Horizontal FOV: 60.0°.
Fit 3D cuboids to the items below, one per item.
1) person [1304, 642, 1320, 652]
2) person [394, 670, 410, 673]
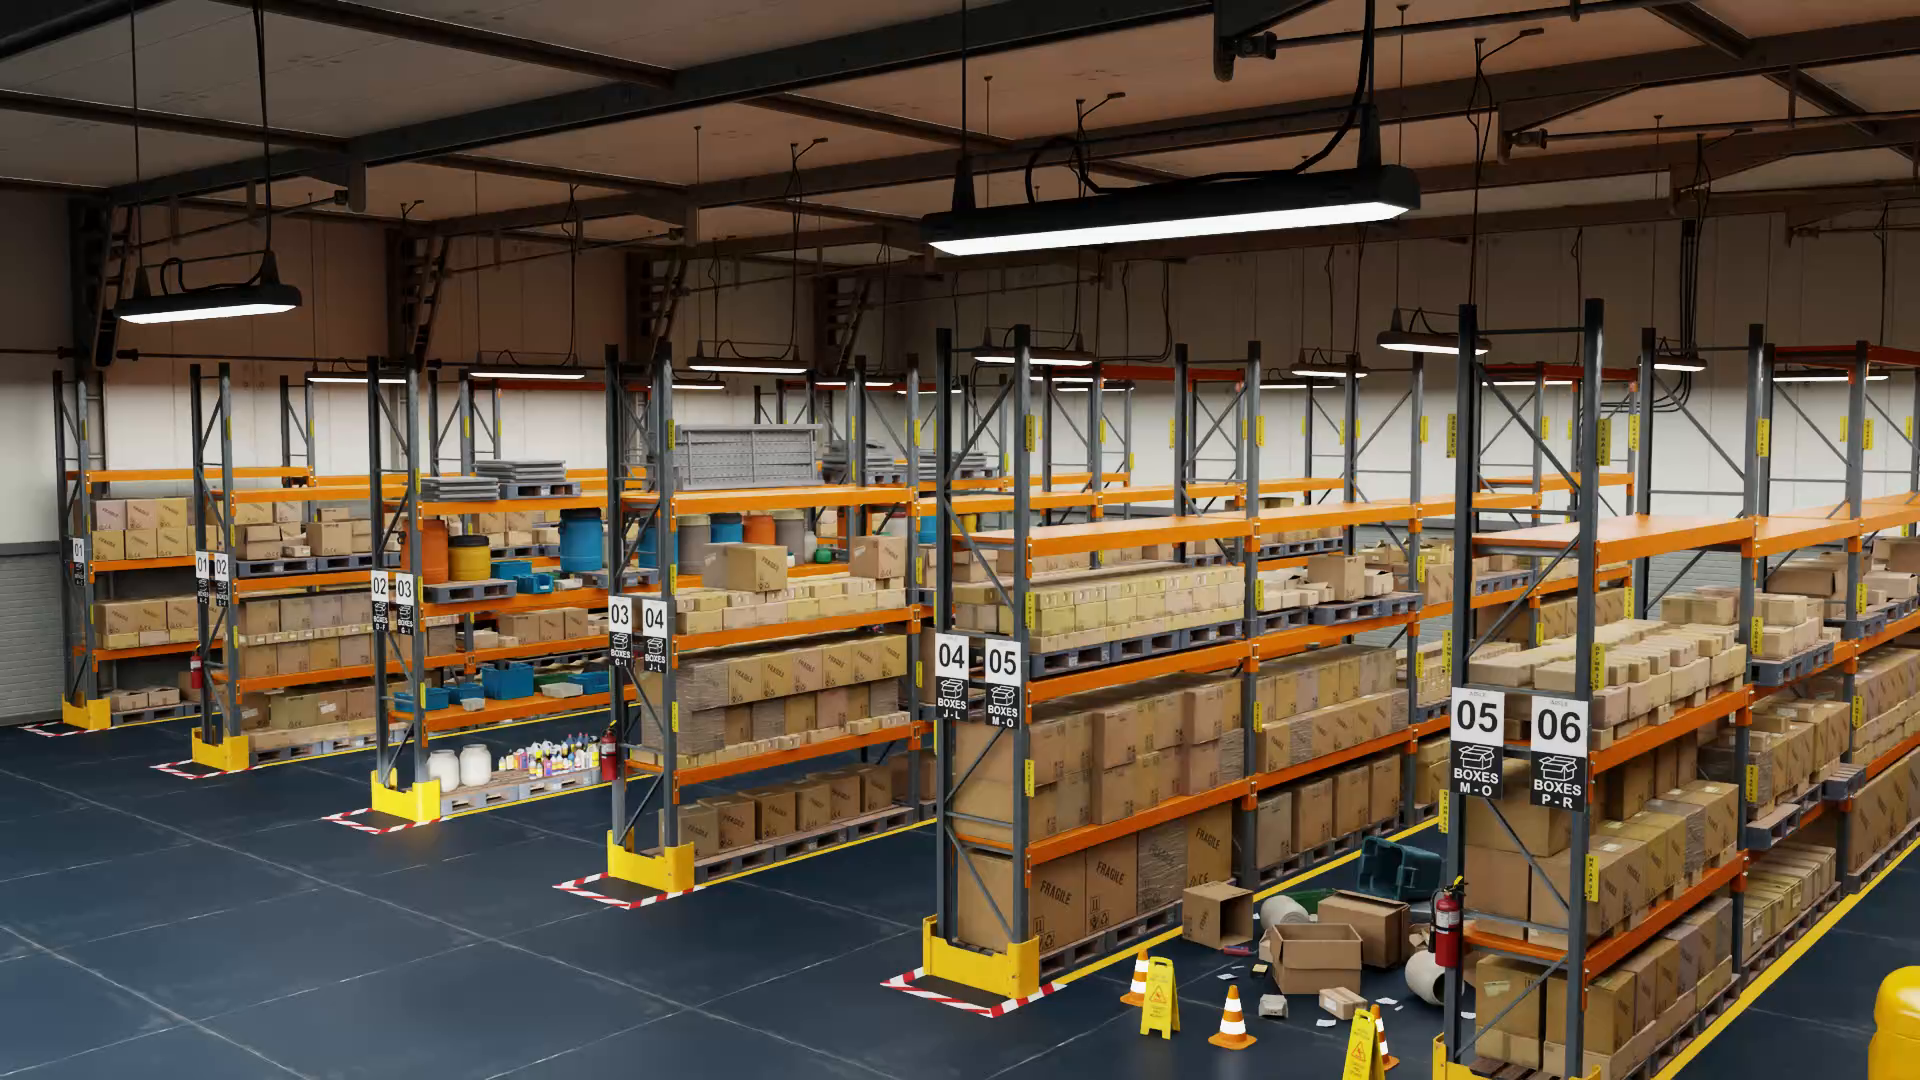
[{"bbox_3d":[5.555,2.424,26.535,0.532,1.672,0.411,-2,5,-29],"label":"person"},{"bbox_3d":[-9.751,2.197,28.897,0.612,1.813,0.384,-3,5,-34],"label":"person"}]
